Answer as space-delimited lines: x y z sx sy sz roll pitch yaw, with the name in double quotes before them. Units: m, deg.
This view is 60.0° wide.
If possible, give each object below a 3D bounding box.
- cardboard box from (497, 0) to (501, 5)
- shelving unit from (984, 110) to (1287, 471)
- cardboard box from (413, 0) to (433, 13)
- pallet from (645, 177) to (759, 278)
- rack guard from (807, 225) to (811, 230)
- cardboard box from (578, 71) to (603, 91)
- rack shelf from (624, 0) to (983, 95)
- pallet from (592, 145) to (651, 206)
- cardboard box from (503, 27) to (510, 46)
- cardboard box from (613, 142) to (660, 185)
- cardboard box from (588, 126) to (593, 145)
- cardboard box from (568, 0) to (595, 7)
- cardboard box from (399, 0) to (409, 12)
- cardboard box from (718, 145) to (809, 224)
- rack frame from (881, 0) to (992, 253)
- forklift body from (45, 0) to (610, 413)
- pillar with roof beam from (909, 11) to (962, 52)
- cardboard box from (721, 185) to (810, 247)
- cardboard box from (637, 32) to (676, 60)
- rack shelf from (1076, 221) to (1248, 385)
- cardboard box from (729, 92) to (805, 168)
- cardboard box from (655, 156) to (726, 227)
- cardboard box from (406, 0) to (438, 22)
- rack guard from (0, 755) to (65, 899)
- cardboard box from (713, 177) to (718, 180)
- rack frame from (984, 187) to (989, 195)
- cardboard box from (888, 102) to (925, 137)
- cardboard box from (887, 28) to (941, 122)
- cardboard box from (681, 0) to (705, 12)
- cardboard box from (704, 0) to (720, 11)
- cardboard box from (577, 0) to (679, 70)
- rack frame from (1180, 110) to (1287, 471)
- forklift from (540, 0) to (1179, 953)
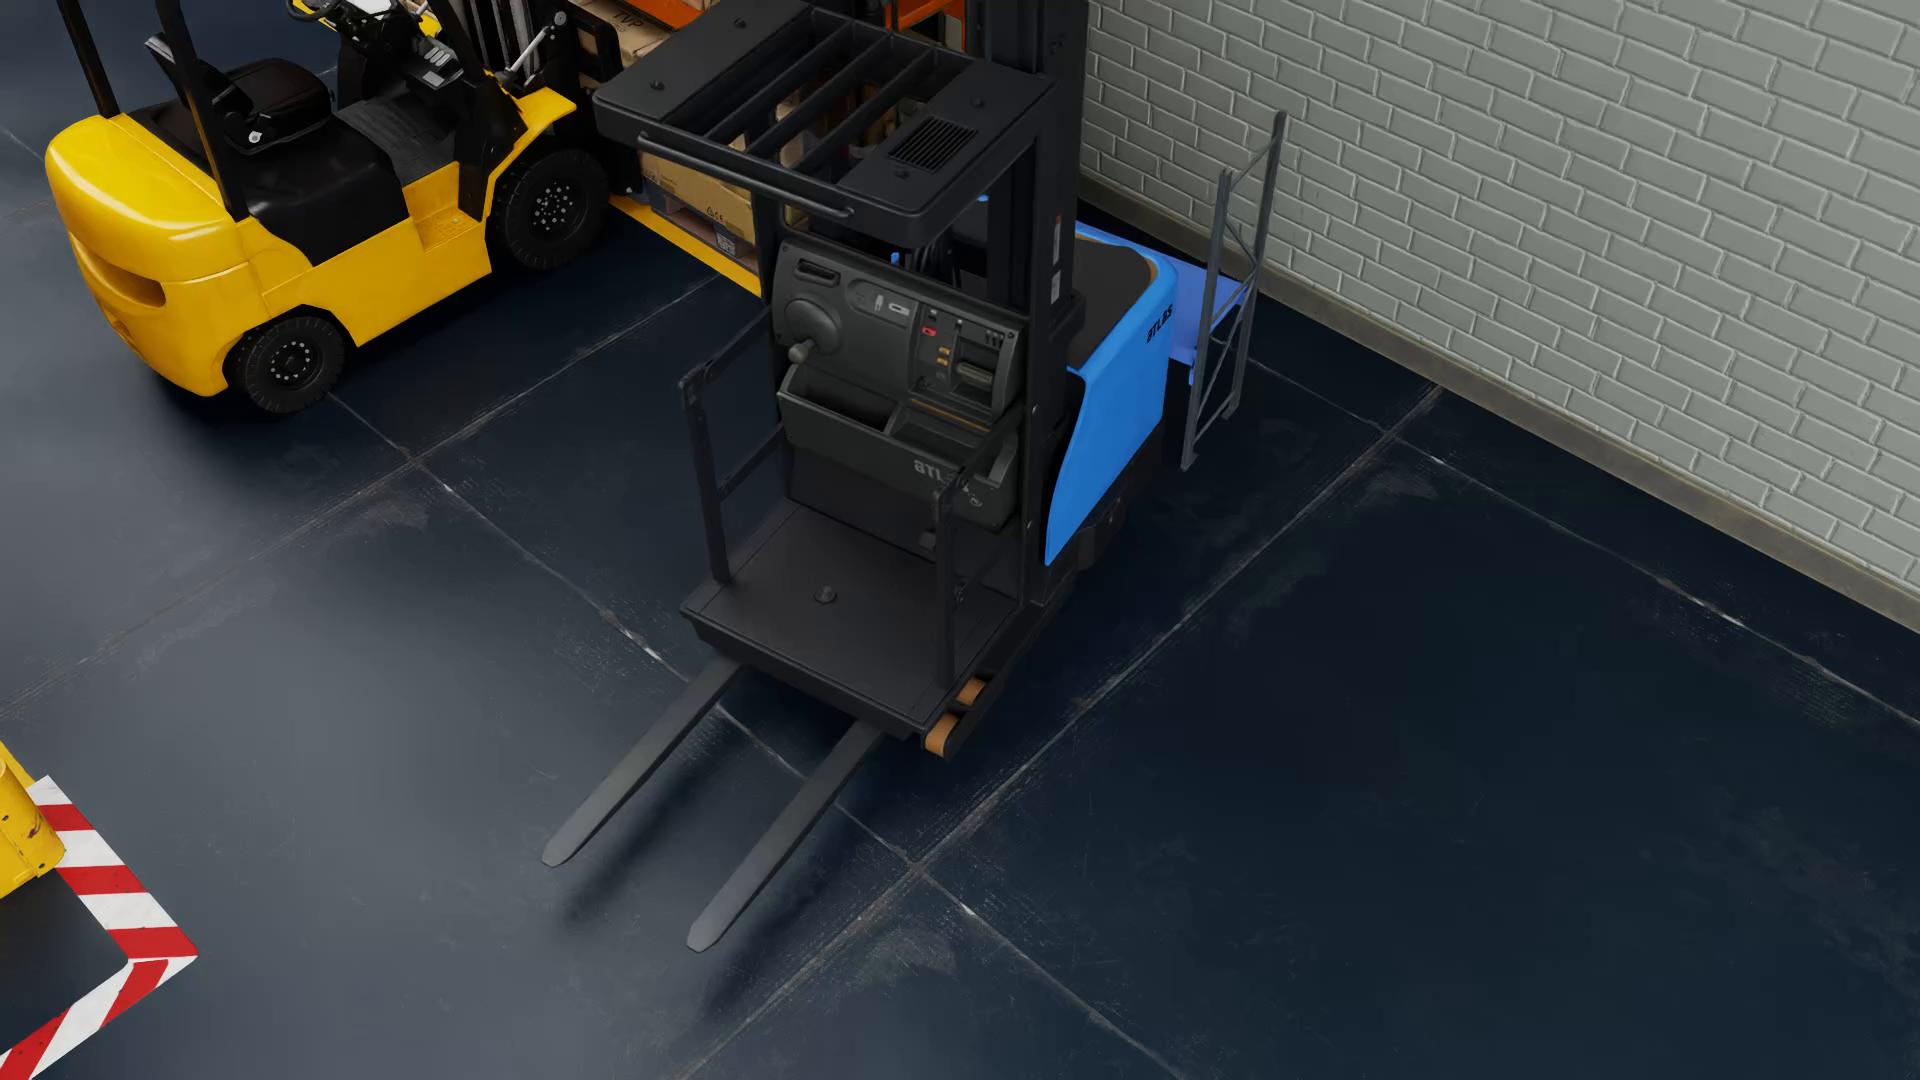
"cardboard box" -2.267 -2.937 8.471 0.500 0.250 0.500 36 56 29
"shelving unit" 0.670 -1.173 6.931 1.048 1.500 0.538 26 52 22
"cardboard box" -2.634 -3.019 8.890 0.500 0.250 0.500 34 55 27
"pallet" -0.803 -1.721 8.329 1.213 0.211 1.003 34 55 28
"rack guard" -0.195 -1.452 7.879 0.348 0.500 1.175 34 55 28
"cardboard box" -1.537 -2.264 8.182 0.500 0.250 0.500 33 55 27
"rack shelf" -1.682 -3.062 8.170 4.000 0.370 1.077 34 55 28
"pallet" -1.695 -2.324 8.896 1.213 0.211 1.003 34 55 28
"cardboard box" -2.273 -2.764 8.651 0.500 0.250 0.500 33 55 27
"cardboard box" -1.493 -2.088 8.360 0.500 0.250 0.500 35 56 28
"cardboard box" -1.890 -2.333 8.590 0.500 0.250 0.500 36 56 29
"cardboard box" -1.887 -2.673 8.223 0.500 0.250 0.500 33 55 27
"cardboard box" -3.021 -3.083 9.294 0.500 0.250 0.500 34 56 28
"cardboard box" -0.782 -1.766 7.715 0.500 0.250 0.500 33 55 27
"rack frame" -0.213 -2.320 6.979 0.127 3.000 1.000 34 55 28
"forklift body" -2.843 -1.989 7.251 1.214 2.155 2.313 34 55 28
"pillar with roof beam" -3.033 -2.894 3.403 0.400 9.000 9.100 34 55 28
"cardboard box" -0.772 -1.585 7.887 0.500 0.250 0.500 34 56 28
"cardboard box" -1.142 -2.174 7.755 0.500 0.250 0.500 35 56 28
"rack shelf" 0.670 -1.049 7.062 1.000 0.185 0.538 26 52 22
"cardboard box" -0.763 -1.925 7.521 0.500 0.250 0.500 36 56 29
"cardboard box" -1.131 -1.836 8.123 0.500 0.250 0.500 34 55 28
"cardboard box" -2.637 -2.841 9.066 0.500 0.250 0.500 33 55 27
"rack guard" -3.632 1.159 5.427 0.348 0.500 1.175 34 55 28
"cardboard box" -1.144 -2.020 7.953 0.500 0.250 0.500 33 55 27
"rack frame" 0.245 -1.376 7.121 0.032 1.500 0.500 26 52 22
"cardboard box" -0.417 -2.037 7.969 0.500 0.250 0.500 35 56 28
"cardboard box" -0.437 -2.203 7.782 0.500 0.250 0.500 33 55 27
"cardboard box" -1.127 -2.718 7.284 0.500 0.500 0.500 36 56 29
"cardboard box" -0.752 -2.456 7.039 0.500 0.500 0.500 33 55 27
"cardboard box" -1.519 -2.418 7.984 0.500 0.250 0.500 35 56 28
"rack frame" 1.096 -0.970 6.740 0.032 1.500 0.500 26 52 22
"forklift" -0.335 -0.600 5.411 1.130 2.935 3.031 24 51 21
